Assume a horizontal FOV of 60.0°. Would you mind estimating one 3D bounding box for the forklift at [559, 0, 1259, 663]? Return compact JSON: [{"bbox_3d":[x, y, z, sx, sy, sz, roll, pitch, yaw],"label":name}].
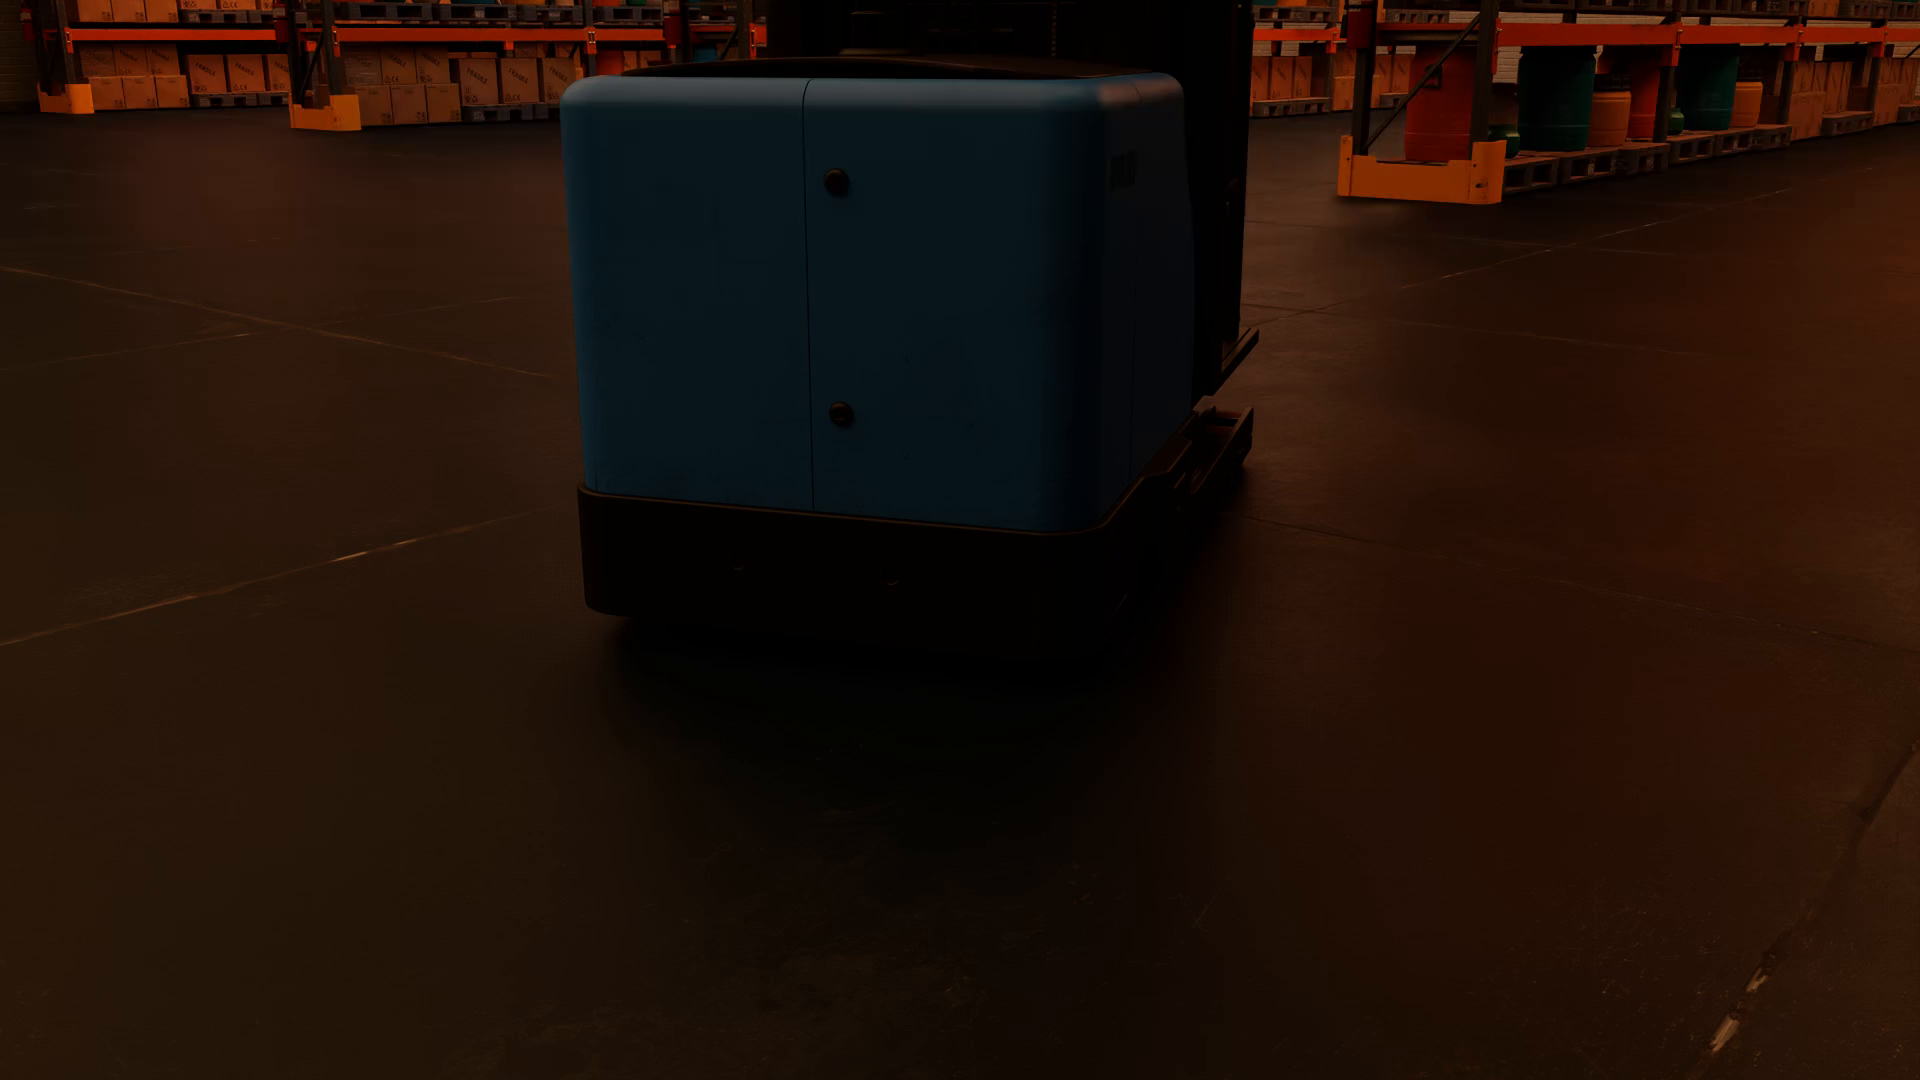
[{"bbox_3d":[0.182,-1.571,4.072,1.130,2.935,3.031,5,18,17],"label":"forklift"}]
